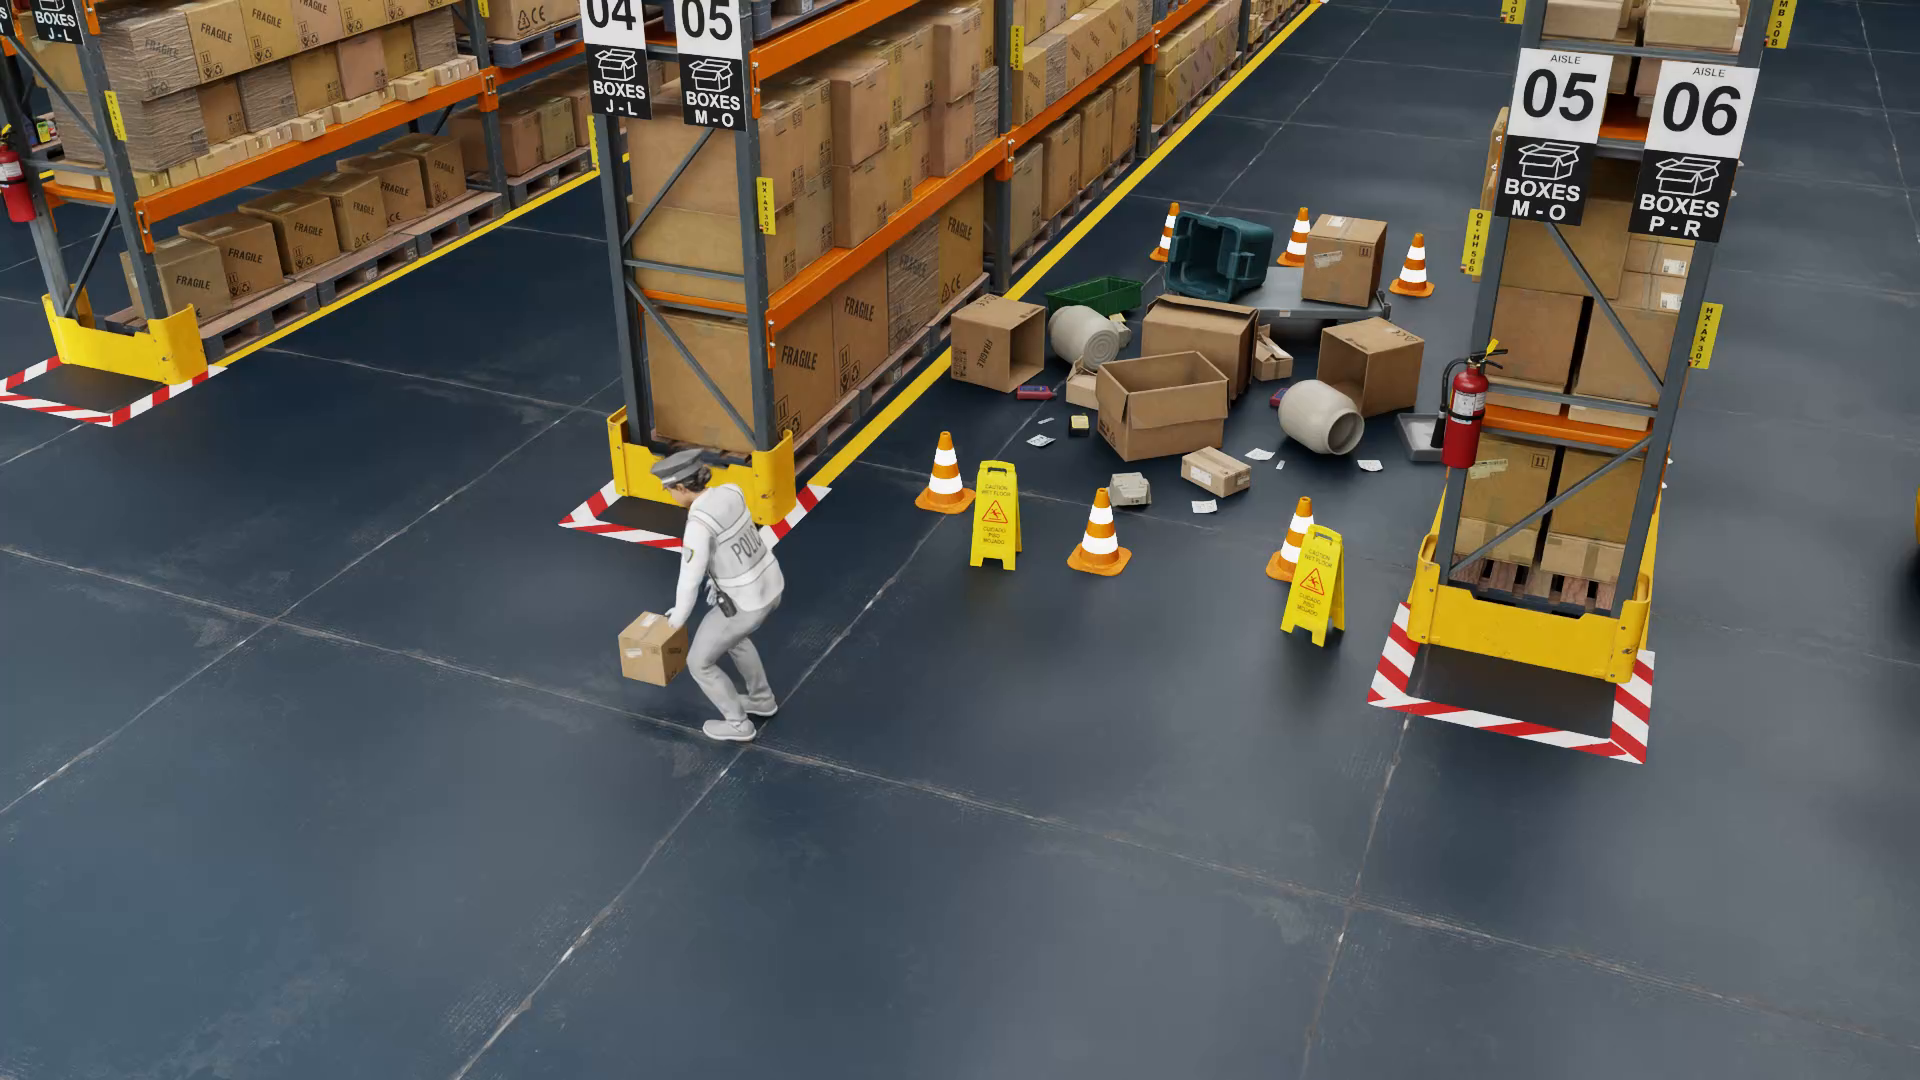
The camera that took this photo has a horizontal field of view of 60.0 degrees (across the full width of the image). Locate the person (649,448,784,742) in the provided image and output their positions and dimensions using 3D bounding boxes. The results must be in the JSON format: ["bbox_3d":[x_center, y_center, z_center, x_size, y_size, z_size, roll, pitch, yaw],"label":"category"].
[{"bbox_3d":[-1.163,0.277,8.063,0.591,1.522,0.526,12,32,20],"label":"person"}]
